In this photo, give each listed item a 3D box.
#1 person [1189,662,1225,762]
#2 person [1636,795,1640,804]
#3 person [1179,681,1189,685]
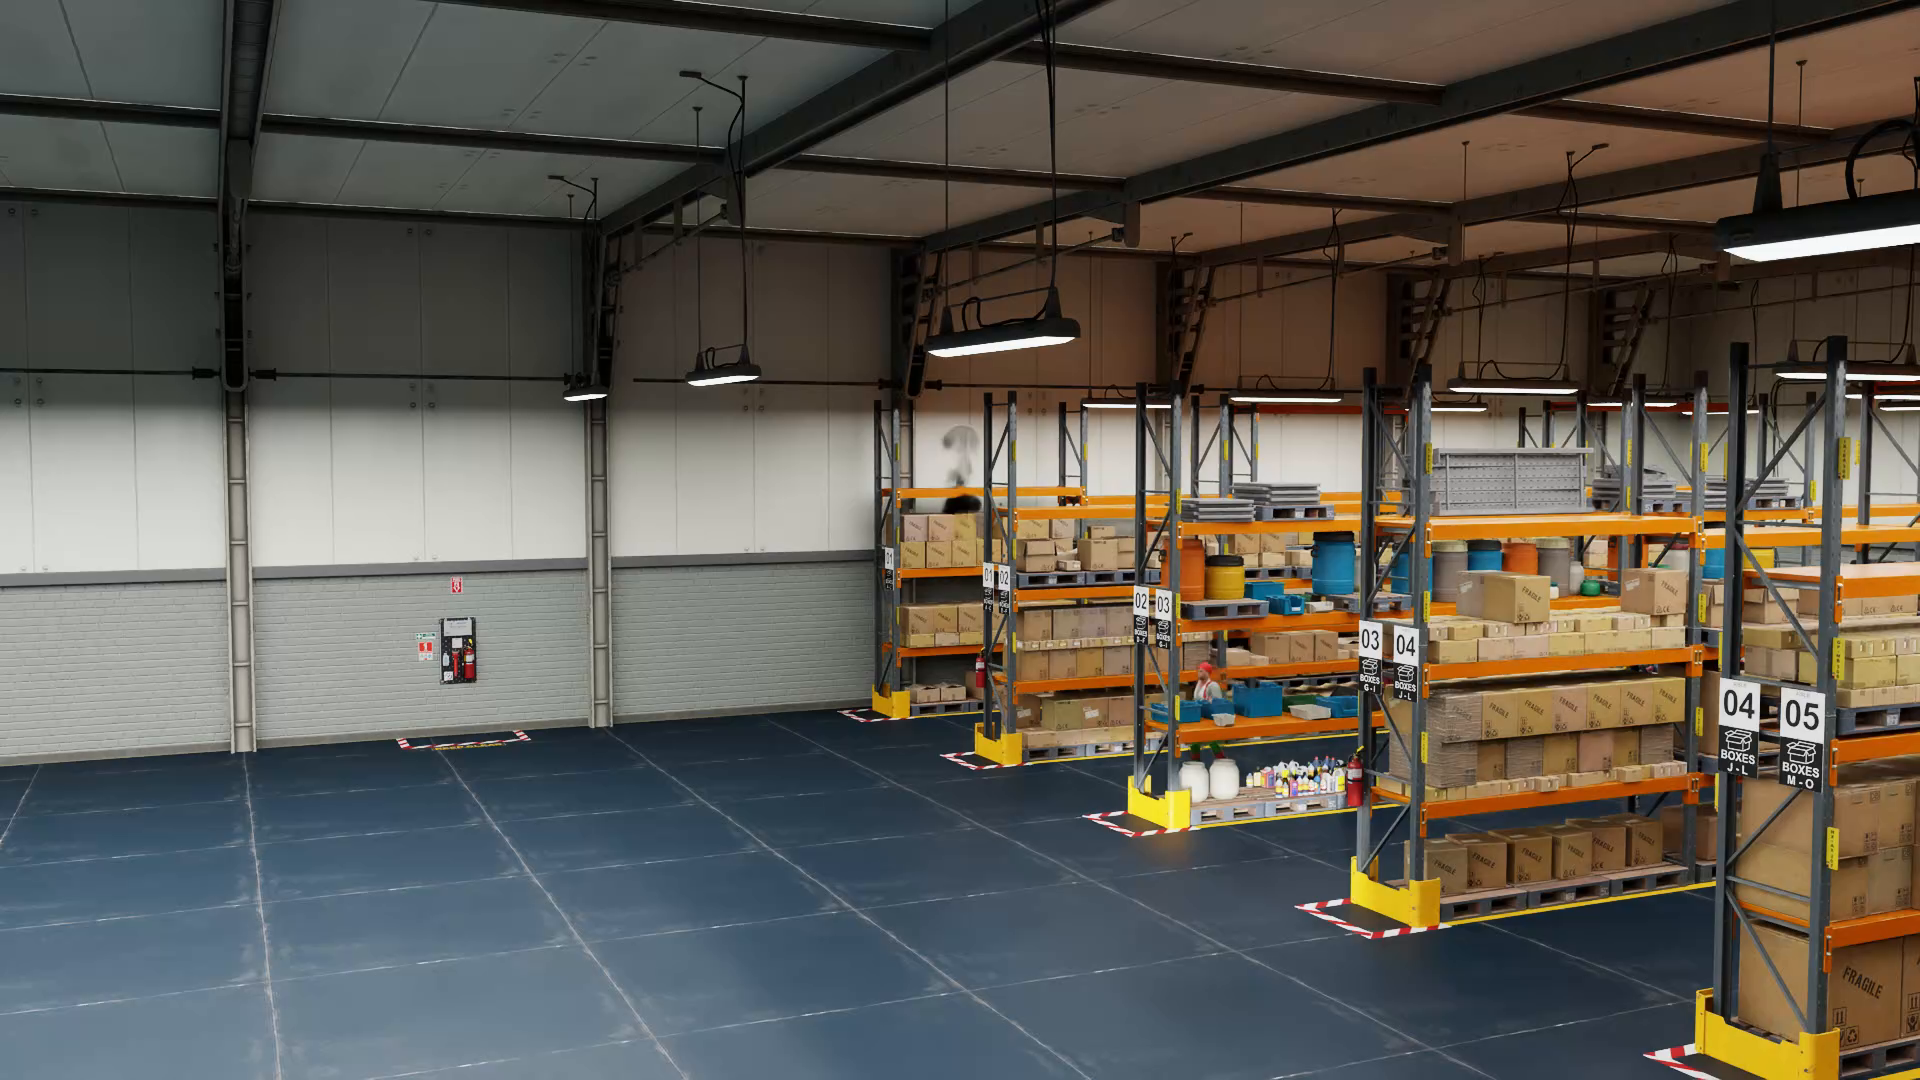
[{"bbox_3d":[3.813,2.796,25.502,0.800,1.850,0.618,-3,4,-37],"label":"person"},{"bbox_3d":[9.354,2.999,23.375,0.636,1.570,0.512,-2,4,-27],"label":"person"},{"bbox_3d":[4.352,2.505,31.692,0.554,1.660,0.616,-2,4,-29],"label":"person"}]
